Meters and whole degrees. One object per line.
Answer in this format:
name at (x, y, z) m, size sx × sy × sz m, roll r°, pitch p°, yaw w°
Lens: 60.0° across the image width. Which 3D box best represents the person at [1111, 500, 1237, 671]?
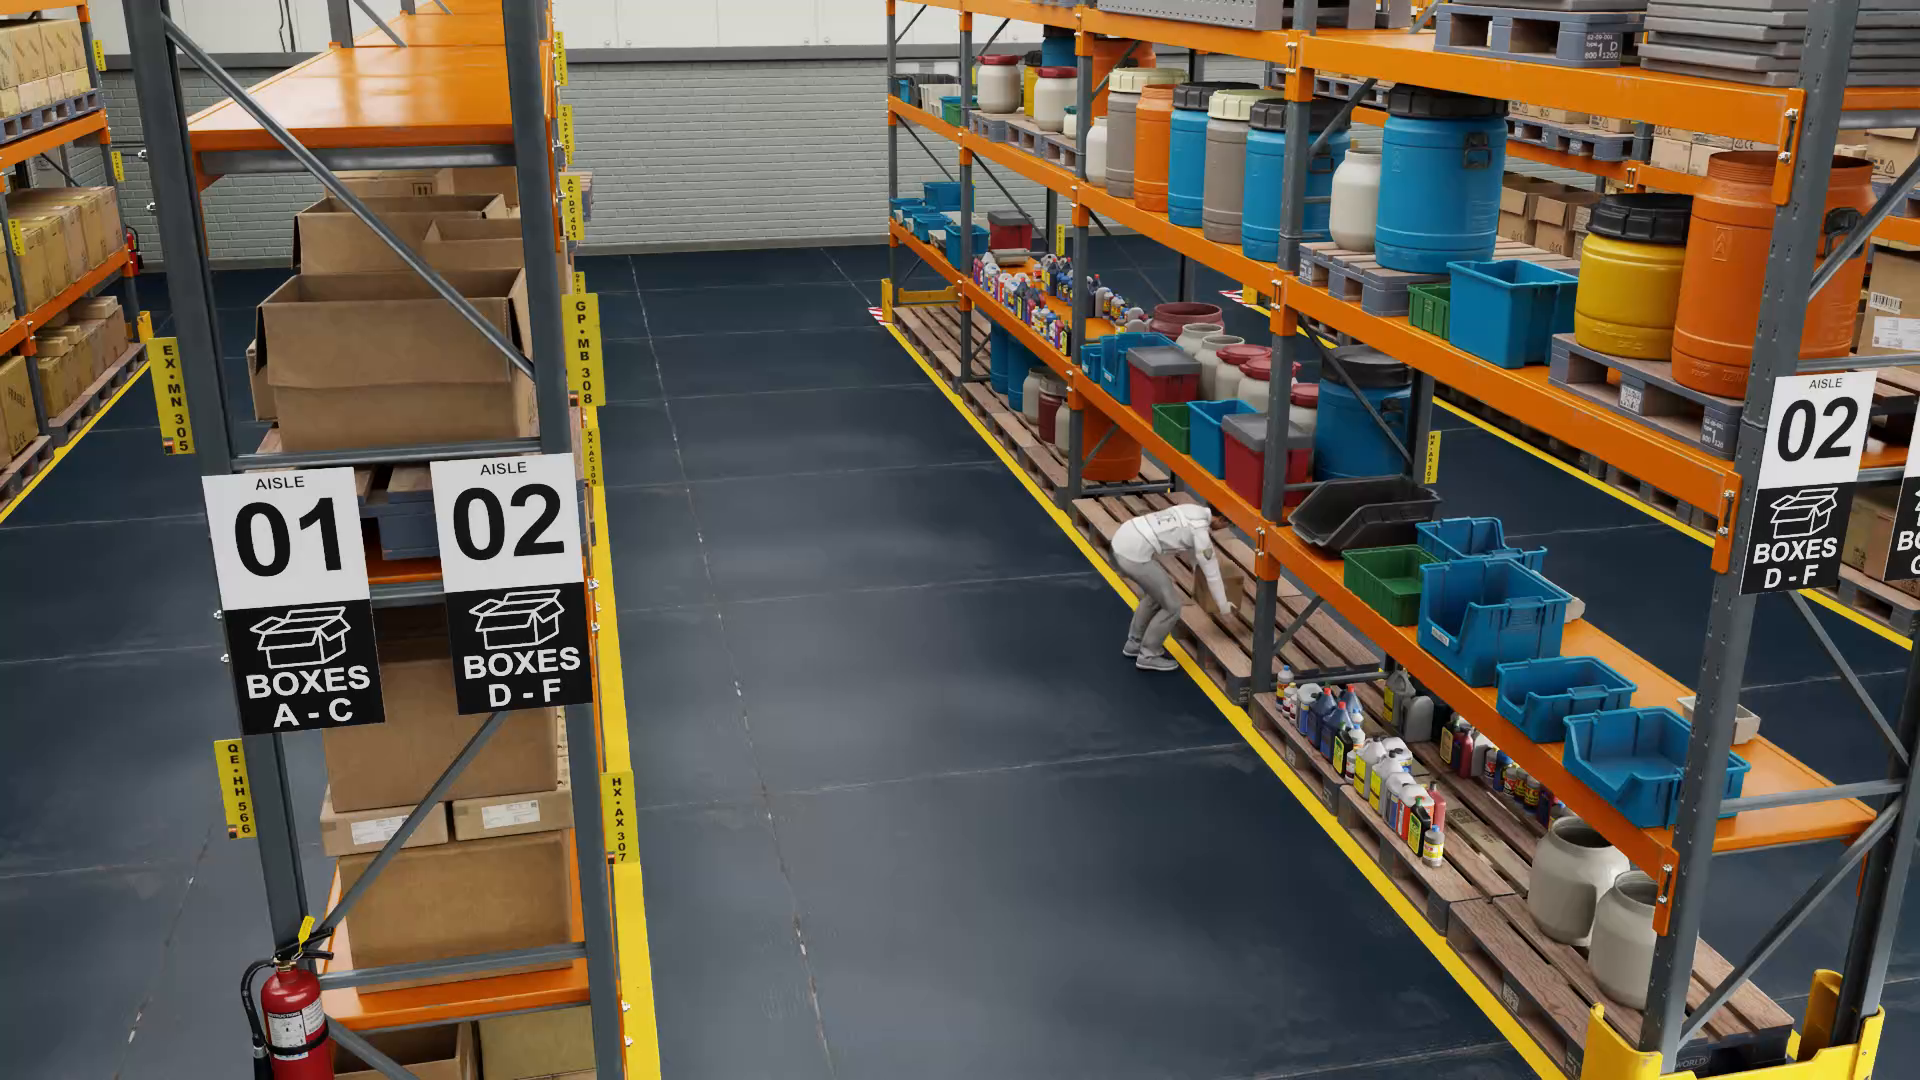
person at (1.451, 0.249, 11.050) m, size 0.901 × 1.213 × 0.426 m, roll -2°, pitch 20°, yaw -6°
